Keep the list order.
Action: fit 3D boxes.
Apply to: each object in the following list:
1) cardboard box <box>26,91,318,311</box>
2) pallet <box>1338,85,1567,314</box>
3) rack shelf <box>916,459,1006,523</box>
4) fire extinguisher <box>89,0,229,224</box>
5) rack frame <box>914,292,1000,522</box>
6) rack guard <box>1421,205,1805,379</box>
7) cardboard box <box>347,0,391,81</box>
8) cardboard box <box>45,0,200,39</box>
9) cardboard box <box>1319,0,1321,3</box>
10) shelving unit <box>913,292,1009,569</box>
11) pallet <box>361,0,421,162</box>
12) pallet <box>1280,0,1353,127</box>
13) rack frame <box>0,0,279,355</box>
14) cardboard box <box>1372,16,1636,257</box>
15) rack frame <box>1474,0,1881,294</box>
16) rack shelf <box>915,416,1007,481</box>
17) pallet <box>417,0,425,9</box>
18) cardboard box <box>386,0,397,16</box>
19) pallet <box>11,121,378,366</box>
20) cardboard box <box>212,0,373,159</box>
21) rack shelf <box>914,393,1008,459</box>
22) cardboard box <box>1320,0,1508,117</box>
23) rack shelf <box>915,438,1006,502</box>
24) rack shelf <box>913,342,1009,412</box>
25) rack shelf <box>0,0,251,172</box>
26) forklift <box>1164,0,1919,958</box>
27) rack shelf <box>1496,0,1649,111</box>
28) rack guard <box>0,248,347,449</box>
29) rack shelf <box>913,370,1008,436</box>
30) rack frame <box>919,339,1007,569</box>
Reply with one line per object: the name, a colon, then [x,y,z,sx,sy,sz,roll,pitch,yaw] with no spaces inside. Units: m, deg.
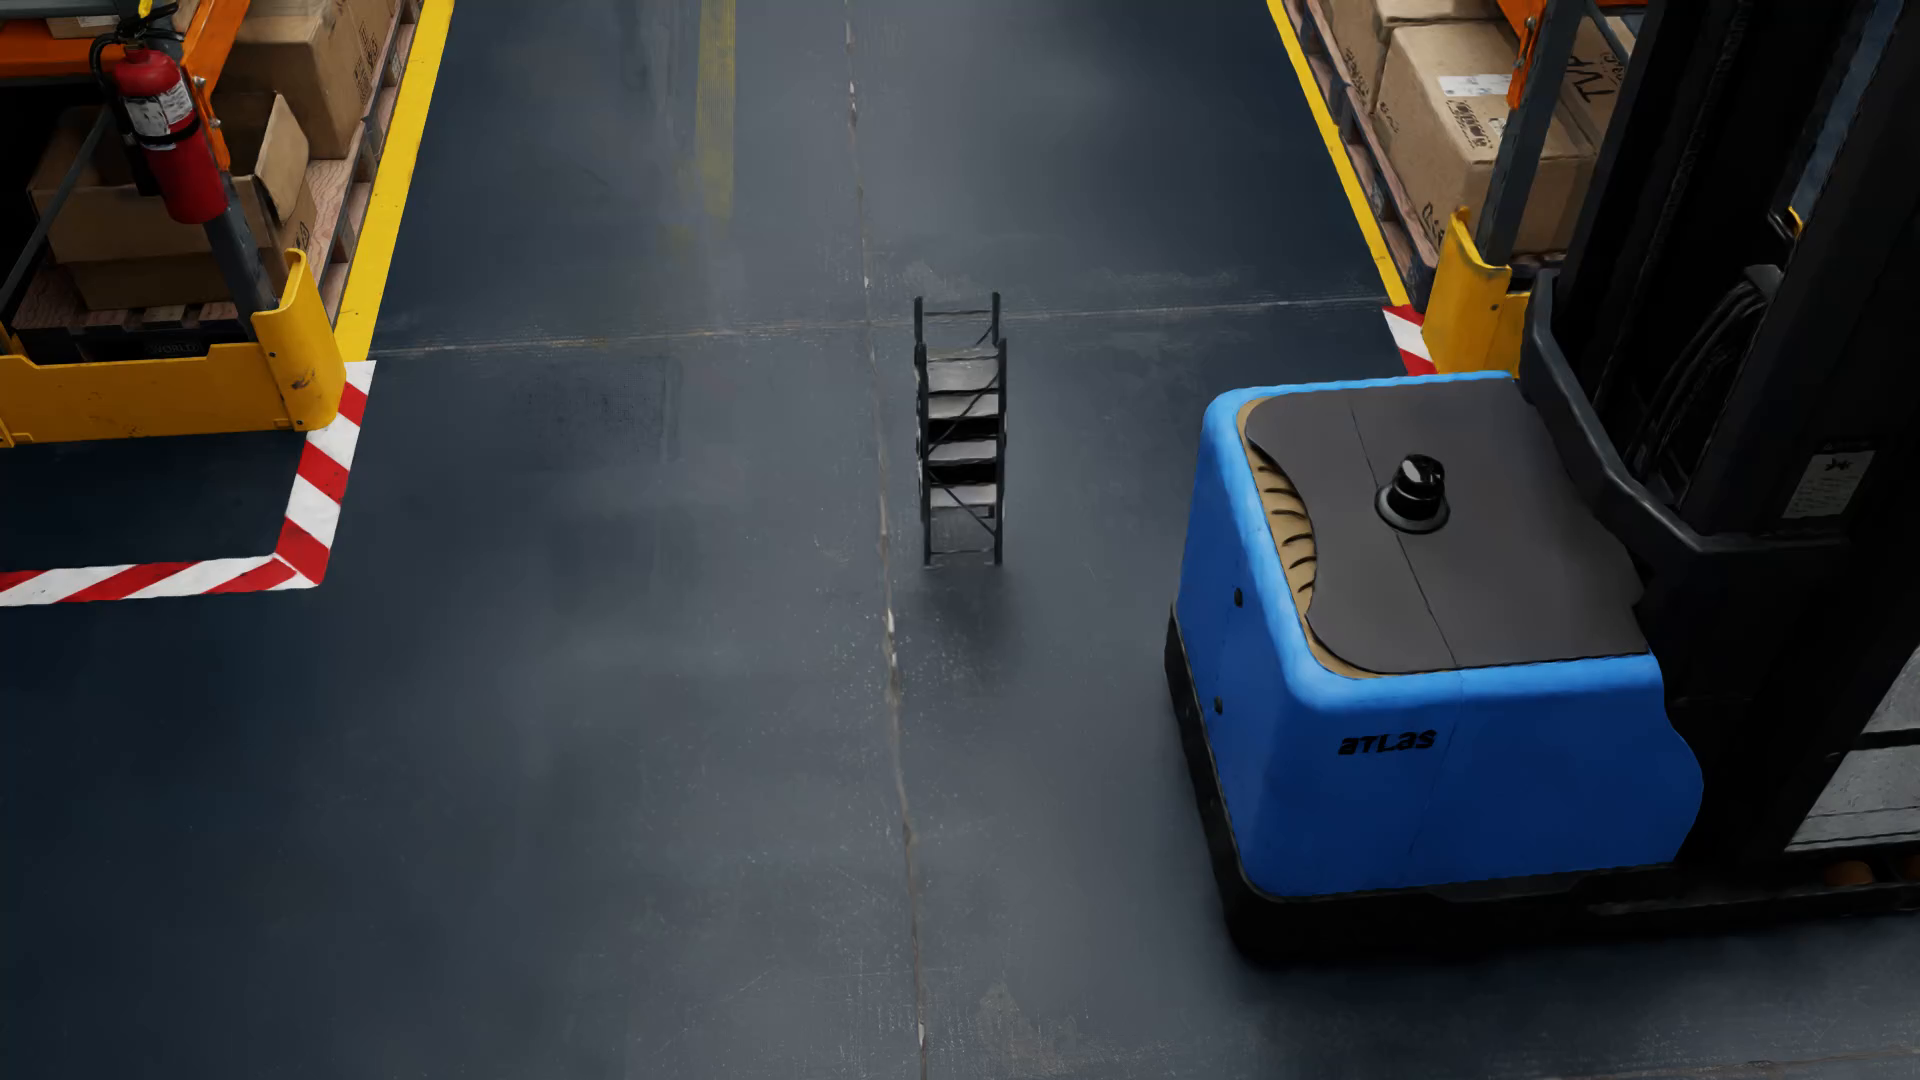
cardboard box: [-2.662,-1.172,5.724,0.797,0.503,0.637,-5,47,-5]
pallet: [2.096,-1.357,6.390,1.003,0.211,1.213,-3,47,-3]
rack shelf: [0.001,-0.157,5.073,0.258,0.077,0.200,-3,47,-3]
fire extinguisher: [-2.232,-1.205,4.635,0.296,0.674,0.183,-3,47,-3]
rack frame: [-0.008,-0.377,4.987,0.240,0.900,0.006,-3,47,-3]
rack guard: [2.243,-0.865,5.725,1.175,0.500,0.348,-3,47,-3]
cardboard box: [-2.639,-2.180,6.681,0.500,0.500,0.500,-3,47,-3]
cardboard box: [-2.459,-1.606,4.878,0.380,0.149,0.250,-4,47,-4]
cardboard box: [1.927,-2.791,7.303,0.875,0.438,0.875,-5,47,-4]
shelving unit: [0.001,-0.304,4.918,0.258,0.900,0.210,-3,47,-3]
pallet: [-2.878,-1.991,6.991,1.003,0.211,1.213,-3,47,-3]
pallet: [1.997,-2.238,7.224,1.003,0.211,1.213,-3,47,-3]
rack frame: [-2.705,-1.438,4.546,1.000,3.000,0.127,-3,47,-3]
cardboard box: [2.086,-1.477,6.058,0.875,0.438,0.875,-5,47,-5]
rack frame: [2.241,-1.742,4.834,1.000,3.000,0.127,-3,47,-3]
rack shelf: [0.001,-0.281,4.942,0.258,0.077,0.200,-3,47,-3]
pallet: [-2.983,-2.876,7.828,1.003,0.211,1.213,-3,47,-3]
cardboard box: [-2.781,-2.543,7.025,0.700,0.500,0.500,-5,47,-5]
pallet: [-2.779,-1.110,6.157,1.003,0.211,1.213,-3,47,-3]
cardboard box: [-2.694,-1.792,6.313,0.700,0.500,0.500,-2,47,-2]
rack shelf: [0.001,-0.343,4.877,0.258,0.077,0.200,-3,47,-3]
cardboard box: [2.001,-2.139,6.685,0.875,0.438,0.875,-2,47,-2]
rack shelf: [0.001,-0.219,5.007,0.258,0.077,0.200,-3,47,-3]
rack shelf: [0.001,-0.466,4.746,0.258,0.077,0.200,-3,47,-3]
rack shelf: [-2.872,-2.637,6.177,1.077,0.370,4.000,-3,47,-3]
forklift: [2.142,-0.409,3.618,3.031,2.935,1.130,-4,47,-4]
rack shelf: [2.074,-2.942,6.466,1.077,0.370,4.000,-3,47,-3]
rack guard: [-2.711,-0.633,5.505,1.175,0.500,0.348,-3,47,-3]
rack shelf: [0.001,-0.404,4.811,0.258,0.077,0.200,-3,47,-3]
rack frame: [0.009,-0.230,4.848,0.240,0.900,0.006,-3,47,-3]
